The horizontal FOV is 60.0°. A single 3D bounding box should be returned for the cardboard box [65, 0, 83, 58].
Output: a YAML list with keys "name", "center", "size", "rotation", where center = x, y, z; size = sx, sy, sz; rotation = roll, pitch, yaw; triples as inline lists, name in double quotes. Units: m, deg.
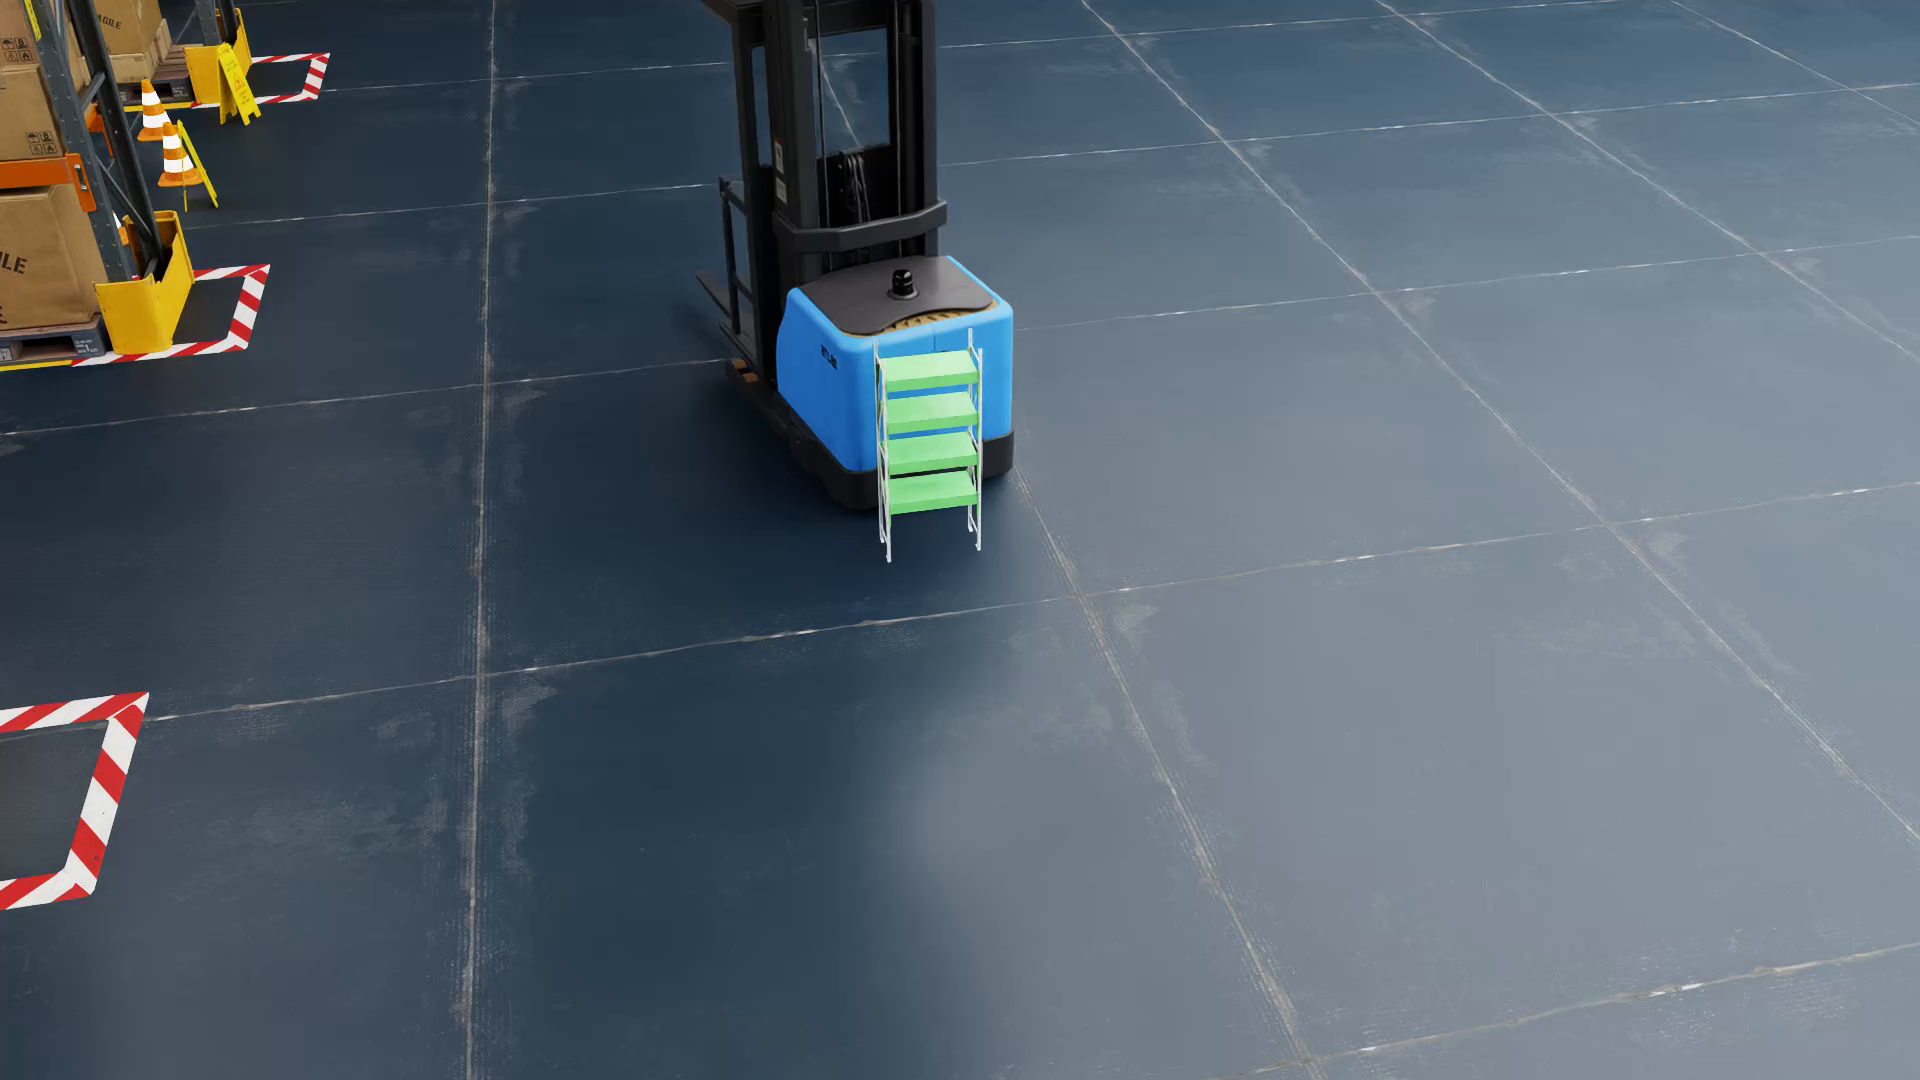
- name: "cardboard box"
  center: [-7.879, -4.481, 14.377]
  size: [0.500, 0.500, 0.500]
  rotation: [-6, 34, -9]

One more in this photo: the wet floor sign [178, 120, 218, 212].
- name: "wet floor sign"
  center: [-5.864, -2.868, 12.667]
  size: [0.232, 0.644, 0.267]
  rotation: [-13, 36, -19]

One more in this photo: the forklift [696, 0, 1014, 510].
- name: "forklift"
  center: [-0.811, -2.183, 9.596]
  size: [1.130, 2.935, 3.031]
  rotation: [-16, 37, -22]

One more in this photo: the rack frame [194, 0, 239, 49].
- name: "rack frame"
  center: [-6.646, -5.443, 14.393]
  size: [0.127, 3.000, 1.000]
  rotation: [-7, 35, -11]

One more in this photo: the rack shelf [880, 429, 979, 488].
- name: "rack shelf"
  center: [-0.161, -0.425, 8.644]
  size: [0.480, 0.148, 0.258]
  rotation: [-7, 35, -11]

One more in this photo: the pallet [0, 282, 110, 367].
- name: "pallet"
  center: [-6.218, -1.467, 10.969]
  size: [1.213, 0.211, 1.003]
  rotation: [-7, 35, -11]

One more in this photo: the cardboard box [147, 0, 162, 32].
- name: "cardboard box"
  center: [-7.517, -4.835, 14.904]
  size: [0.500, 0.500, 0.500]
  rotation: [-8, 35, -12]

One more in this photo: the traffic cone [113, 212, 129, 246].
- name: "traffic cone"
  center: [-6.287, -2.419, 12.162]
  size: [0.334, 0.463, 0.336]
  rotation: [-7, 35, -11]

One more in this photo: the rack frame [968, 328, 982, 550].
- name: "rack frame"
  center: [0.077, -0.508, 8.653]
  size: [0.015, 1.200, 0.240]
  rotation: [-7, 35, -11]

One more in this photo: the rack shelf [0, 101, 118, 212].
- name: "rack shelf"
  center: [-7.407, -2.221, 10.236]
  size: [4.000, 0.370, 1.077]
  rotation: [-7, 35, -11]

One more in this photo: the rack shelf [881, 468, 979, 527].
- name: "rack shelf"
  center: [-0.161, -0.226, 8.778]
  size: [0.480, 0.148, 0.258]
  rotation: [-7, 35, -11]

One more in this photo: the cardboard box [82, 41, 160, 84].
- name: "cardboard box"
  center: [-7.399, -4.228, 14.672]
  size: [0.500, 0.250, 0.500]
  rotation: [-7, 35, -11]

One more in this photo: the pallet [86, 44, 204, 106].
- name: "pallet"
  center: [-7.521, -4.196, 15.036]
  size: [1.213, 0.211, 1.003]
  rotation: [-7, 35, -11]

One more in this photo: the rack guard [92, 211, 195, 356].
- name: "rack guard"
  center: [-5.432, -1.731, 11.103]
  size: [0.348, 0.500, 1.175]
  rotation: [-7, 35, -11]

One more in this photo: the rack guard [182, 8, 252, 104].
- name: "rack guard"
  center: [-6.720, -4.396, 15.075]
  size: [0.348, 0.500, 1.175]
  rotation: [-7, 35, -11]

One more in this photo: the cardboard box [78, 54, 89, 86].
- name: "cardboard box"
  center: [-7.882, -4.171, 14.588]
  size: [0.500, 0.250, 0.500]
  rotation: [-7, 35, -10]

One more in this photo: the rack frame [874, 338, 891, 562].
- name: "rack frame"
  center: [-0.399, -0.448, 8.564]
  size: [0.015, 1.200, 0.240]
  rotation: [-7, 35, -11]

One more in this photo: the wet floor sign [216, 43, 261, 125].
- name: "wet floor sign"
  center: [-6.225, -3.908, 14.217]
  size: [0.232, 0.644, 0.267]
  rotation: [4, 34, 6]

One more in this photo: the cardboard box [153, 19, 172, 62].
- name: "cardboard box"
  center: [-7.494, -4.527, 15.118]
  size: [0.500, 0.250, 0.500]
  rotation: [-7, 35, -11]

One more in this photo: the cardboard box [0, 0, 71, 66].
- name: "cardboard box"
  center: [-5.826, -3.252, 10.023]
  size: [0.550, 0.550, 0.875]
  rotation: [-7, 35, -11]

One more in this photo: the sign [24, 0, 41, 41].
- name: "sign"
  center: [-5.350, -3.048, 9.572]
  size: [0.005, 0.325, 0.100]
  rotation: [-7, 35, -11]

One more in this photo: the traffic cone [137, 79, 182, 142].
- name: "traffic cone"
  center: [-6.781, -3.636, 13.976]
  size: [0.334, 0.463, 0.336]
  rotation: [-7, 35, -11]

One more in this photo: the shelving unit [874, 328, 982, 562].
- name: "shelving unit"
  center: [-0.161, -0.478, 8.608]
  size: [0.503, 1.200, 0.258]
  rotation: [-7, 35, -11]

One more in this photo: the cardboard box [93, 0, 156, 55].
- name: "cardboard box"
  center: [-7.370, -4.547, 14.475]
  size: [0.500, 0.500, 0.500]
  rotation: [-7, 34, -10]

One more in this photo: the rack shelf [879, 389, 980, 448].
- name: "rack shelf"
  center: [-0.161, -0.624, 8.510]
  size: [0.480, 0.148, 0.258]
  rotation: [-7, 35, -11]

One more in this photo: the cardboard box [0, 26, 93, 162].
- name: "cardboard box"
  center: [-5.808, -2.758, 10.256]
  size: [0.550, 0.550, 0.875]
  rotation: [-7, 35, -11]

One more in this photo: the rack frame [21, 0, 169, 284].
- name: "rack frame"
  center: [-5.456, -2.766, 10.402]
  size: [0.127, 3.000, 1.000]
  rotation: [-7, 35, -11]

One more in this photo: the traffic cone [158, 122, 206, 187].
- name: "traffic cone"
  center: [-6.205, -3.075, 13.139]
  size: [0.334, 0.463, 0.336]
  rotation: [-7, 35, -11]

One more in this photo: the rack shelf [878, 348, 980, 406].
- name: "rack shelf"
  center: [-0.161, -0.823, 8.377]
  size: [0.480, 0.148, 0.258]
  rotation: [-7, 35, -11]

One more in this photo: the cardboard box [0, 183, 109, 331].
- name: "cardboard box"
  center: [-6.103, -1.938, 10.700]
  size: [0.875, 0.875, 0.875]
  rotation: [-7, 34, -10]
